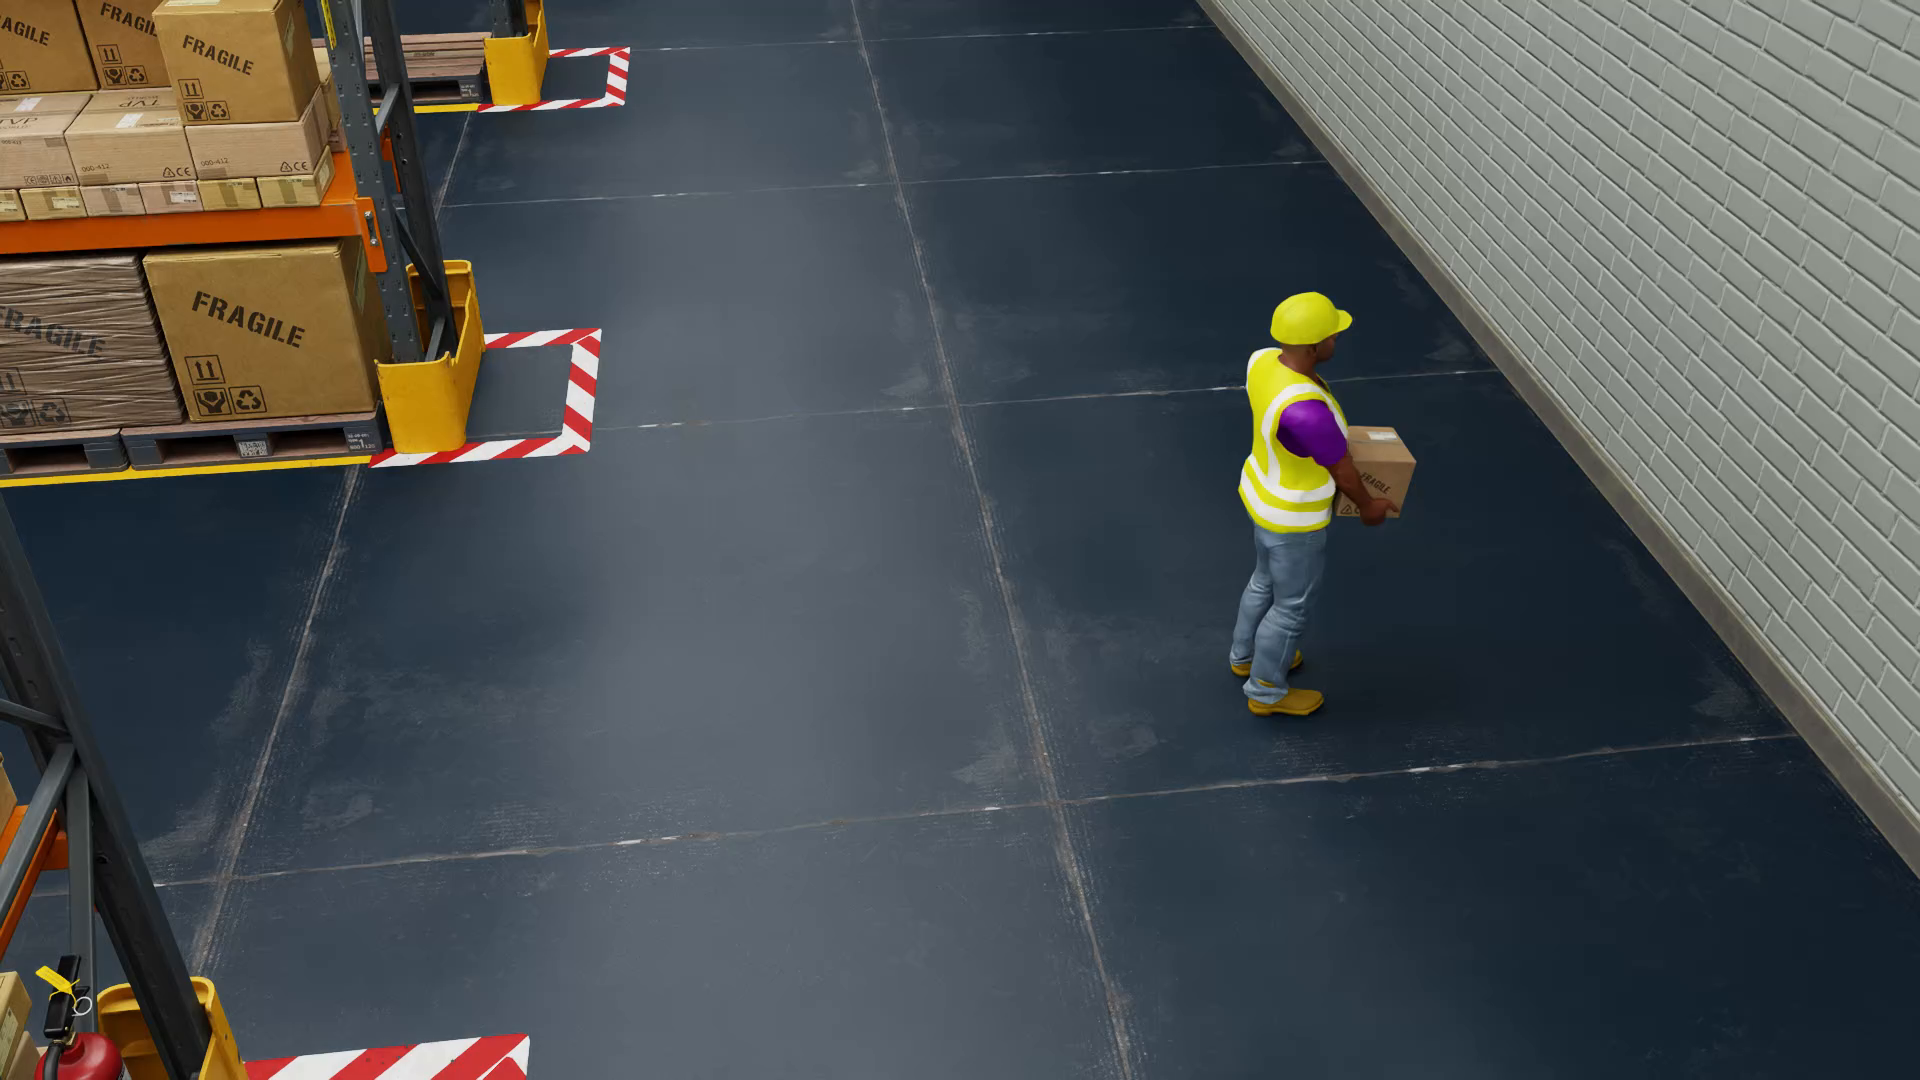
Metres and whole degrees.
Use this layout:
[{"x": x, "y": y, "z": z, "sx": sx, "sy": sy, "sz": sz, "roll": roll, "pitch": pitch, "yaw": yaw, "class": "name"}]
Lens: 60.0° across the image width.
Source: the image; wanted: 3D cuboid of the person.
[{"x": 1.346, "y": -0.139, "z": 6.326, "sx": 0.559, "sy": 1.763, "sz": 0.505, "roll": -4, "pitch": 35, "yaw": -6, "class": "person"}]
